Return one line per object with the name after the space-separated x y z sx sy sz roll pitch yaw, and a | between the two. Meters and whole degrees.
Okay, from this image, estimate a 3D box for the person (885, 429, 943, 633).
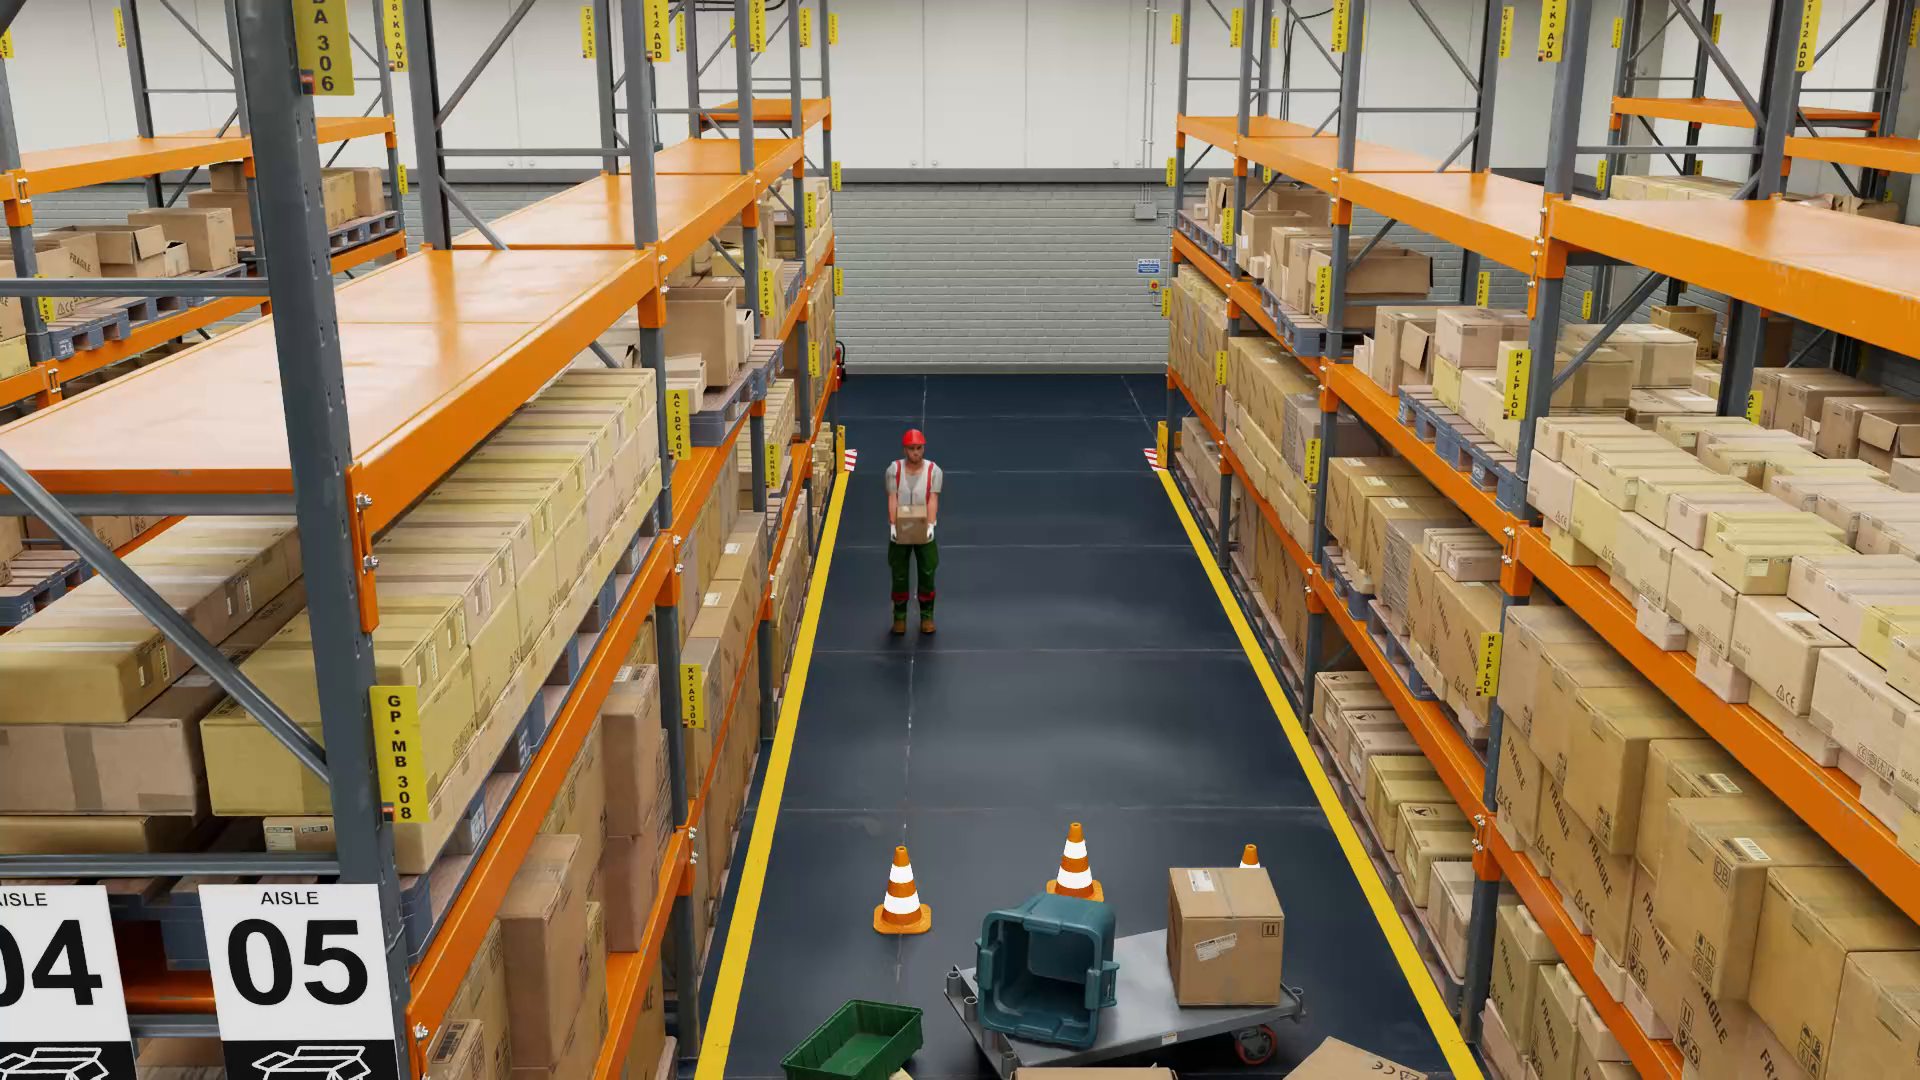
-0.394 -0.052 14.266 0.495 1.786 0.562 0 17 -1 | person
